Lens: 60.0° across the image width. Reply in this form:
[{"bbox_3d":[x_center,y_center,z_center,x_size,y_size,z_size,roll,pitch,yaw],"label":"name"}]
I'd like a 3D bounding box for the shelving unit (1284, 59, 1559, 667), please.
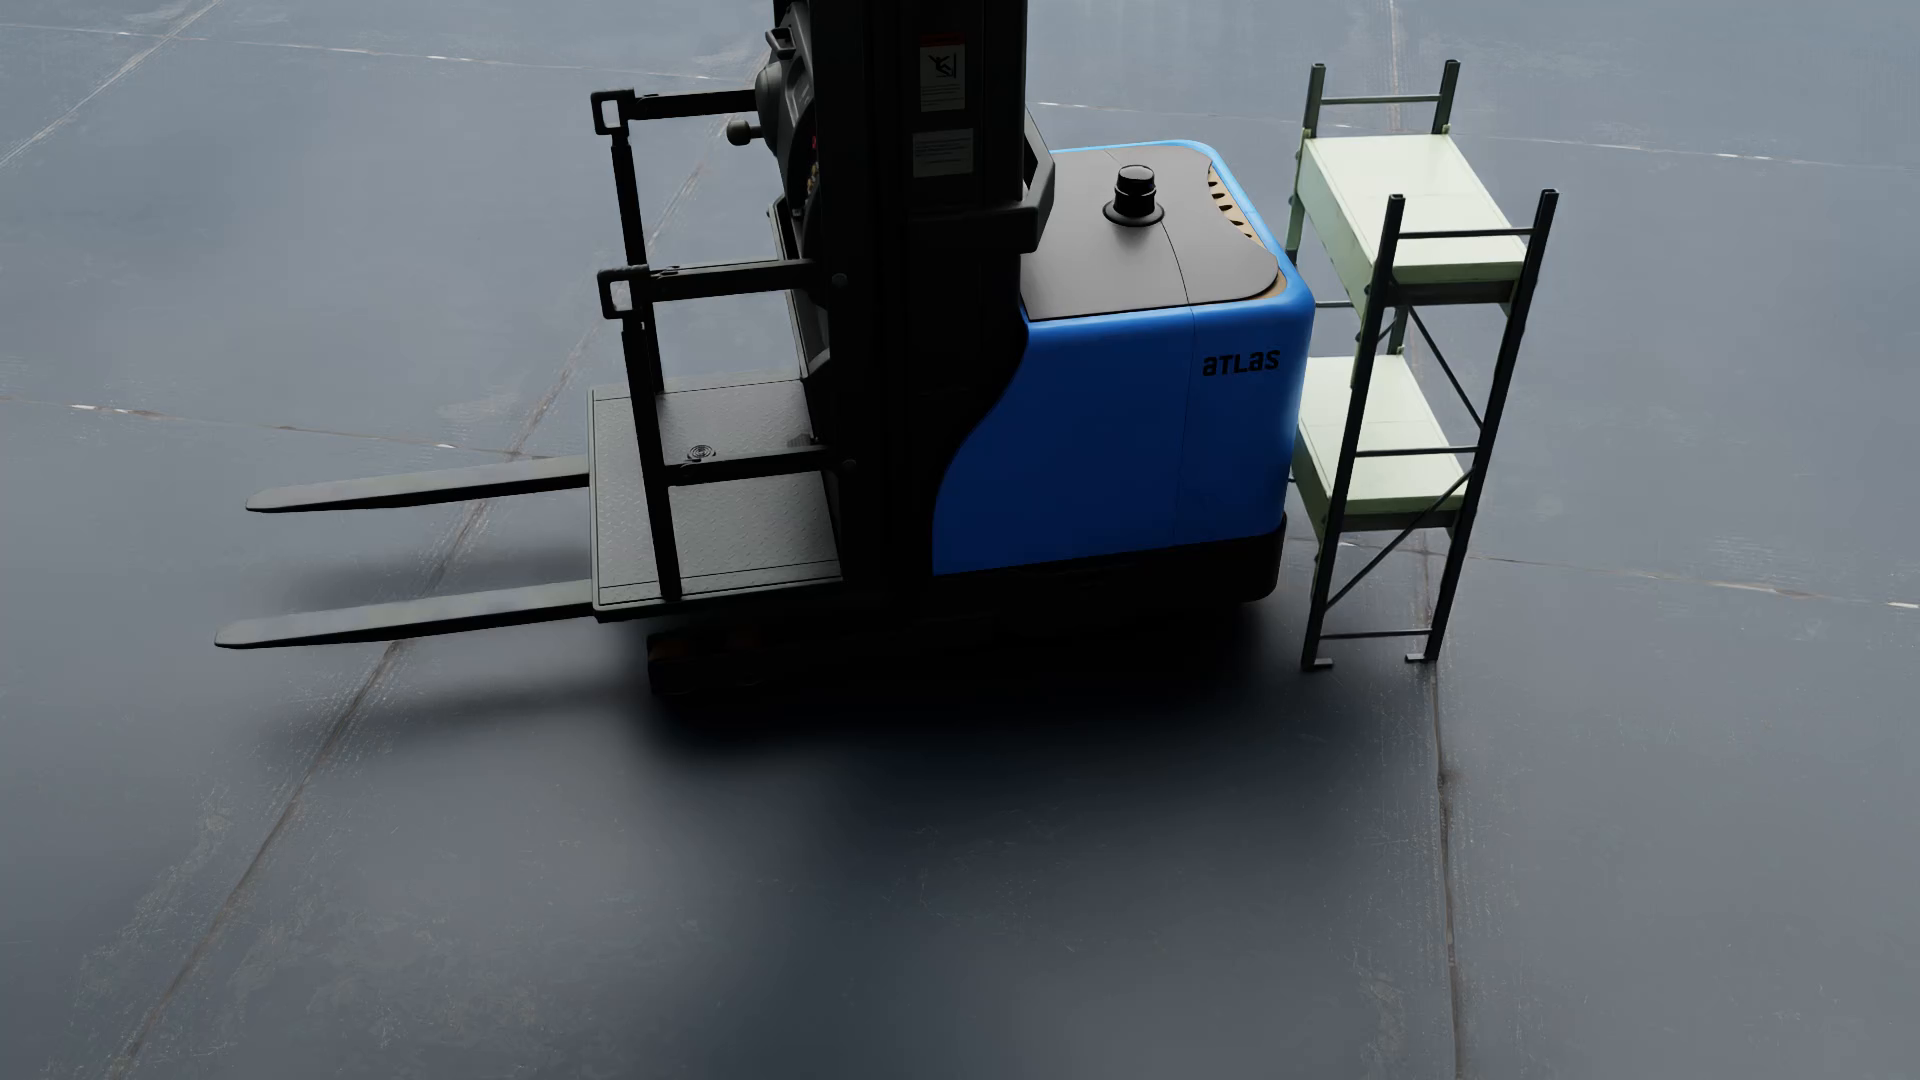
[{"bbox_3d":[1.162,-0.460,4.627,0.431,1.500,0.755,-3,40,-4],"label":"shelving unit"}]

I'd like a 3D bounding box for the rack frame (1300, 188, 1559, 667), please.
[{"bbox_3d":[1.192,-0.228,4.346,0.400,1.500,0.023,-3,40,-4],"label":"rack frame"}]

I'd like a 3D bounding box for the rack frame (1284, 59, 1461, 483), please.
[{"bbox_3d":[1.131,-0.693,4.908,0.400,1.500,0.023,-3,40,-4],"label":"rack frame"}]

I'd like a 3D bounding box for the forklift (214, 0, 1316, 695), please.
[{"bbox_3d":[-0.615,-1.056,4.227,3.031,2.935,1.130,-7,40,-8],"label":"forklift"}]

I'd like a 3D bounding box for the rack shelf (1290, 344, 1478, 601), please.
[{"bbox_3d":[1.159,-0.209,4.835,0.431,0.370,0.720,-3,40,-4],"label":"rack shelf"}]

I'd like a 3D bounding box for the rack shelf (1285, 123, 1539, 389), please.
[{"bbox_3d":[1.164,-0.761,4.379,0.431,0.370,0.720,-3,40,-4],"label":"rack shelf"}]
